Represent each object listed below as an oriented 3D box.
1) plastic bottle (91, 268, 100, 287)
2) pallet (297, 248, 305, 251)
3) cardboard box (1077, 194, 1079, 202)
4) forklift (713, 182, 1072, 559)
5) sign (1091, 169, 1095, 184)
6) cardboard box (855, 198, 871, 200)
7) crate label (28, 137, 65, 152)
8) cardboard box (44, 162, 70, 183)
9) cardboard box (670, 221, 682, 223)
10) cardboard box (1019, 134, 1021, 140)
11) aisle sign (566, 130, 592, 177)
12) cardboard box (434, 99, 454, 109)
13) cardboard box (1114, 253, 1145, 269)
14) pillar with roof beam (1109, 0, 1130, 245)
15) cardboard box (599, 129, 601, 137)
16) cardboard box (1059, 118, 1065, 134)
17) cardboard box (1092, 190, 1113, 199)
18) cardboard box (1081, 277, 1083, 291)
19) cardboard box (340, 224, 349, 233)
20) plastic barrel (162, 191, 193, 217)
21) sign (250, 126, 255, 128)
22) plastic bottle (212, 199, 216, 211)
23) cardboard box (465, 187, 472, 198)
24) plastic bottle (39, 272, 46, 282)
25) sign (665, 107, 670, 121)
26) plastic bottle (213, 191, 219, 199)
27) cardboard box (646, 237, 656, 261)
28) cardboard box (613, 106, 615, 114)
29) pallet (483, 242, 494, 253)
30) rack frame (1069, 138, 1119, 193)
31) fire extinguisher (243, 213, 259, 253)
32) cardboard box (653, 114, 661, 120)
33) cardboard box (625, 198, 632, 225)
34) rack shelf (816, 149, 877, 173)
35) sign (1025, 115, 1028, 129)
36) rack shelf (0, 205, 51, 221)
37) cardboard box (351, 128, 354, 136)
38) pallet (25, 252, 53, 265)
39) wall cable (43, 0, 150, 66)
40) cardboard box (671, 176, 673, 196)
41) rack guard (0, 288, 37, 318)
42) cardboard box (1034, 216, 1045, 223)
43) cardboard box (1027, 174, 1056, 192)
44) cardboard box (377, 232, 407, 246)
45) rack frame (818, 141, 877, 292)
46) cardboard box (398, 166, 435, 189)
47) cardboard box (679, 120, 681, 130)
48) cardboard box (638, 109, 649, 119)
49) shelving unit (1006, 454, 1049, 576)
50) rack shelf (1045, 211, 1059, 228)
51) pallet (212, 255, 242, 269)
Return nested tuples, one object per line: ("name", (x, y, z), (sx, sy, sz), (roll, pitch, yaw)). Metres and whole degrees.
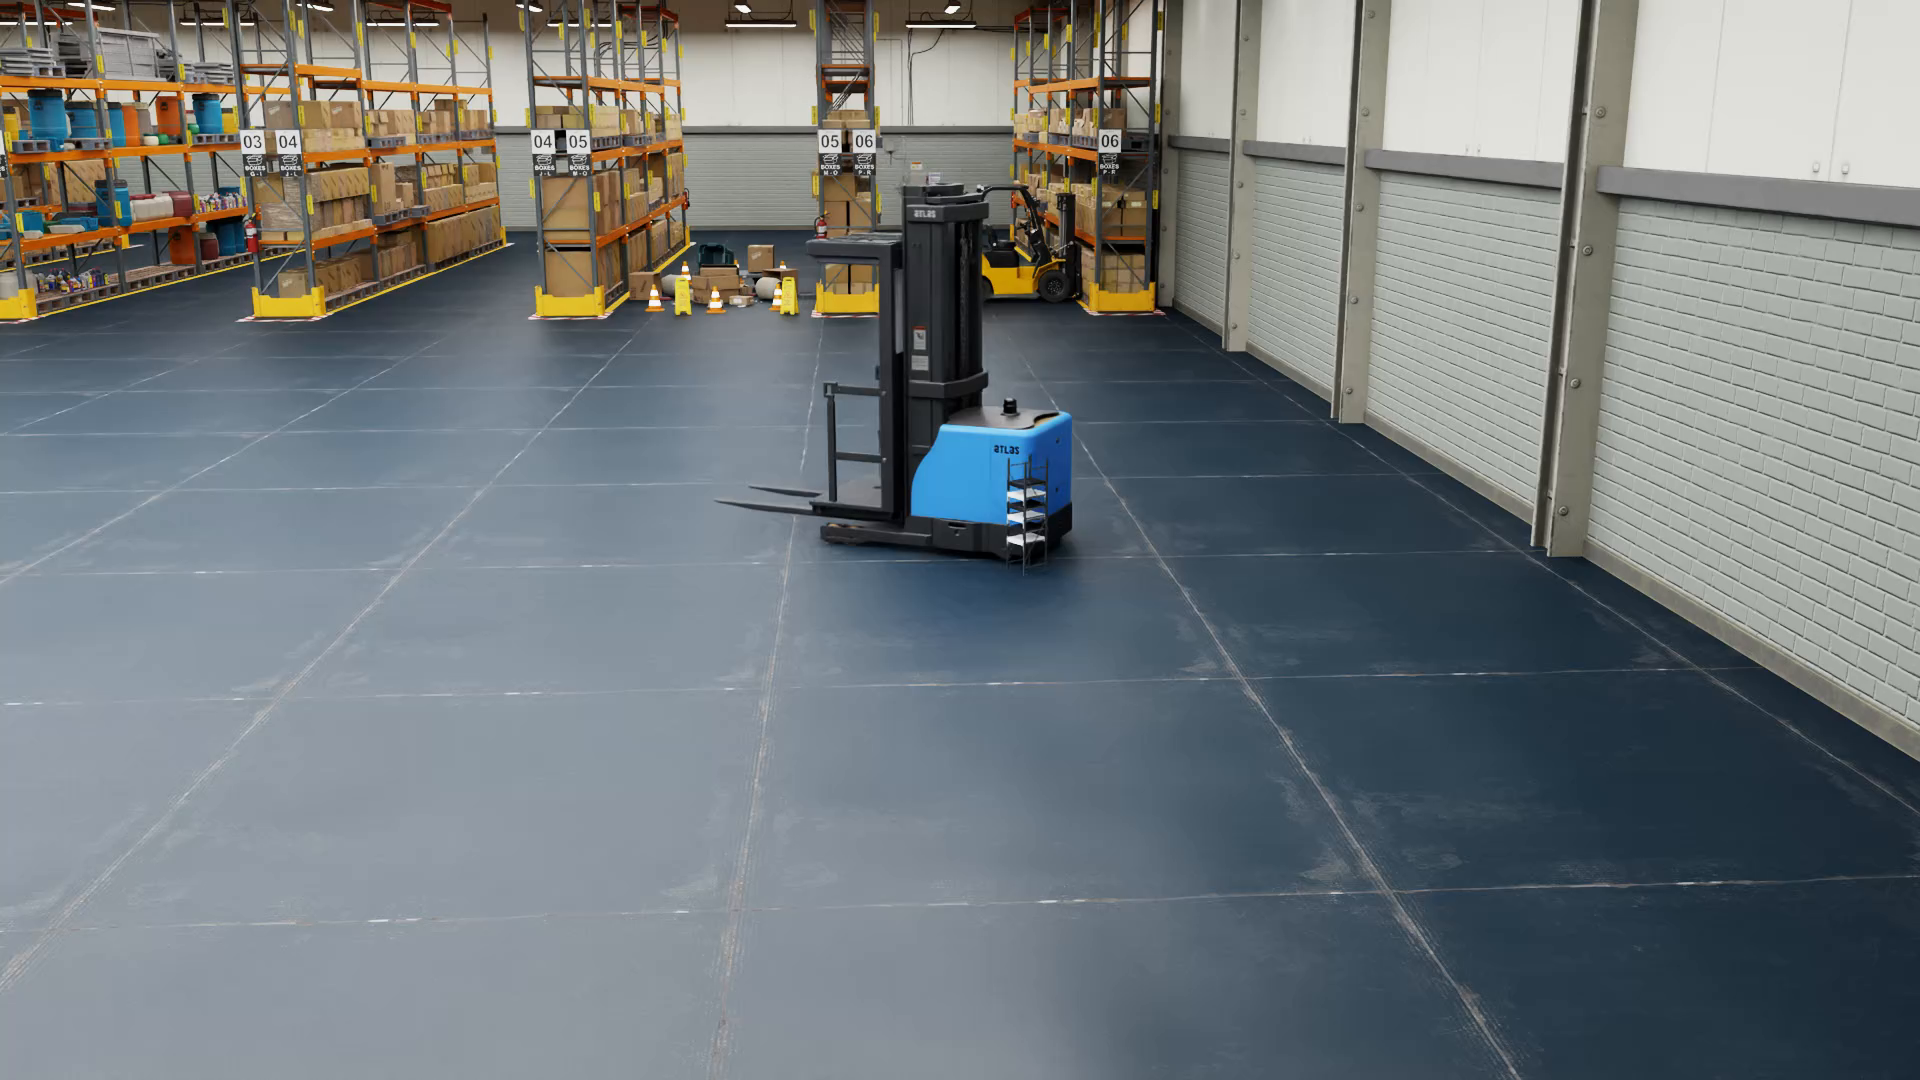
("plastic bottle", (-16.743, -5.072, 32.154), (0.144, 0.351, 0.185), (-2, 15, -6))
("pallet", (-17.813, -7.774, 43.816), (1.003, 0.211, 1.213), (-1, 14, -3))
("cardboard box", (2.481, -6.675, 32.448), (0.380, 0.149, 0.250), (-1, 14, -4))
("forklift", (-0.623, -1.481, 13.901), (3.031, 2.935, 1.130), (6, 16, 22))
("sign", (3.012, -8.217, 37.621), (0.100, 0.325, 0.005), (-1, 14, -3))
("cardboard box", (-1.788, -6.024, 30.620), (0.500, 0.500, 0.500), (0, 14, -2))
("crate label", (-16.621, -7.202, 30.277), (0.502, 0.251, 0.408), (-1, 14, -3))
("cardboard box", (-22.303, -9.042, 40.942), (0.500, 0.500, 0.500), (-1, 14, -5))
("cardboard box", (-7.640, -8.441, 44.498), (0.380, 0.149, 0.250), (-1, 14, -3))
("cardboard box", (1.748, -10.502, 43.309), (0.380, 0.149, 0.250), (-1, 14, -3))
("aisle sign", (-6.630, -6.725, 28.925), (0.394, 0.787, 0.004), (-1, 14, -3))
("cardboard box", (-12.686, -10.762, 41.064), (0.500, 0.250, 0.500), (-2, 15, -7))
("cardboard box", (3.113, -5.136, 30.638), (0.500, 0.250, 0.500), (-1, 14, -4))
("pillar with roof beam", (-0.858, -10.176, 35.517), (9.100, 9.000, 0.400), (-1, 14, -3))
("cardboard box", (-6.683, -7.340, 29.977), (0.380, 0.149, 0.250), (-1, 14, -3))
("cardboard box", (2.371, -8.681, 34.862), (0.500, 0.311, 0.500), (-1, 14, -5))
("cardboard box", (2.632, -6.376, 30.687), (0.380, 0.149, 0.250), (-1, 14, -2))
("cardboard box", (2.566, -4.890, 31.687), (0.500, 0.250, 0.500), (-1, 14, -3))
("cardboard box", (-11.754, -5.878, 31.357), (0.380, 0.149, 0.250), (-1, 14, -3))
("plastic barrel", (-16.999, -7.295, 36.088), (0.600, 0.536, 0.708), (-1, 14, -3))
("sign", (-17.029, -9.800, 40.058), (0.100, 0.325, 0.005), (-1, 14, -3))
("plastic bottle", (-17.071, -7.650, 37.996), (0.097, 0.271, 0.097), (0, 14, 0))
("cardboard box", (-12.402, -8.604, 41.151), (0.500, 0.250, 0.500), (-1, 14, -4))
("plastic bottle", (-17.408, -4.916, 31.546), (0.144, 0.351, 0.185), (-1, 14, -4))
("sign", (-7.124, -10.366, 40.449), (0.100, 0.325, 0.005), (-1, 14, -3))
("plastic bottle", (-17.877, -8.209, 40.009), (0.144, 0.351, 0.185), (-1, 14, -3))
("cardboard box", (-7.219, -6.641, 37.991), (0.500, 0.500, 0.500), (-2, 15, -6))
("cardboard box", (-6.811, -8.231, 31.838), (0.380, 0.149, 0.250), (-1, 14, -4))
("pallet", (-12.682, -7.556, 42.968), (1.003, 0.211, 1.213), (-1, 14, -3))
("rack frame", (2.706, -6.653, 33.862), (1.000, 3.000, 0.127), (-1, 14, -3))
("fire extinguisher", (-12.344, -5.354, 28.971), (0.296, 0.674, 0.183), (-1, 14, -3))
("cardboard box", (-7.454, -10.354, 40.728), (0.380, 0.149, 0.250), (-1, 14, -4))
("cardboard box", (-6.946, -6.657, 33.678), (0.500, 0.500, 0.500), (-1, 14, -3))
("rack shelf", (-2.124, -7.182, 31.344), (1.077, 0.370, 4.000), (-1, 14, -3))
("sign", (1.669, -10.335, 41.117), (0.100, 0.325, 0.005), (-1, 14, -3))
("rack shelf", (-22.398, -7.414, 38.265), (1.077, 0.370, 4.000), (-1, 14, -3))
("cardboard box", (-11.803, -7.790, 31.764), (0.380, 0.149, 0.250), (-2, 15, -6))
("pallet", (-22.434, -6.707, 39.672), (1.003, 0.211, 1.213), (-1, 14, -3))
("wall cable", (-25.007, -14.478, 48.335), (3.097, 2.526, 0.112), (-1, 14, -3))
("cardboard box", (-7.495, -8.906, 41.821), (0.500, 0.500, 0.500), (-1, 14, -3))
("rack guard", (-16.886, -4.158, 29.185), (1.175, 0.500, 0.348), (-1, 14, -3))
("cardboard box", (2.031, -7.936, 41.125), (0.380, 0.149, 0.250), (-2, 15, -6))
("cardboard box", (2.017, -8.770, 41.049), (0.700, 0.500, 0.500), (-1, 14, -2))
("cardboard box", (-12.272, -6.485, 35.838), (0.500, 0.250, 0.500), (1, 14, 3))
("rack frame", (-2.000, -5.580, 29.695), (1.000, 3.000, 0.127), (-1, 14, -3))
("cardboard box", (-12.453, -8.295, 38.033), (0.797, 0.503, 0.637), (-1, 14, -2))
("cardboard box", (-7.643, -10.969, 43.918), (0.500, 0.250, 0.500), (-1, 14, -5))
("cardboard box", (-7.212, -9.573, 37.457), (0.396, 0.266, 0.258), (-1, 14, -3))
("shelving unit", (0.526, -0.197, 12.984), (0.258, 0.900, 0.210), (-11, 18, -36))
("rack shelf", (2.582, -6.802, 35.885), (1.077, 0.370, 4.000), (-1, 14, -3))
("pallet", (-17.493, -6.488, 38.819), (1.003, 0.211, 1.213), (-1, 14, -3))
